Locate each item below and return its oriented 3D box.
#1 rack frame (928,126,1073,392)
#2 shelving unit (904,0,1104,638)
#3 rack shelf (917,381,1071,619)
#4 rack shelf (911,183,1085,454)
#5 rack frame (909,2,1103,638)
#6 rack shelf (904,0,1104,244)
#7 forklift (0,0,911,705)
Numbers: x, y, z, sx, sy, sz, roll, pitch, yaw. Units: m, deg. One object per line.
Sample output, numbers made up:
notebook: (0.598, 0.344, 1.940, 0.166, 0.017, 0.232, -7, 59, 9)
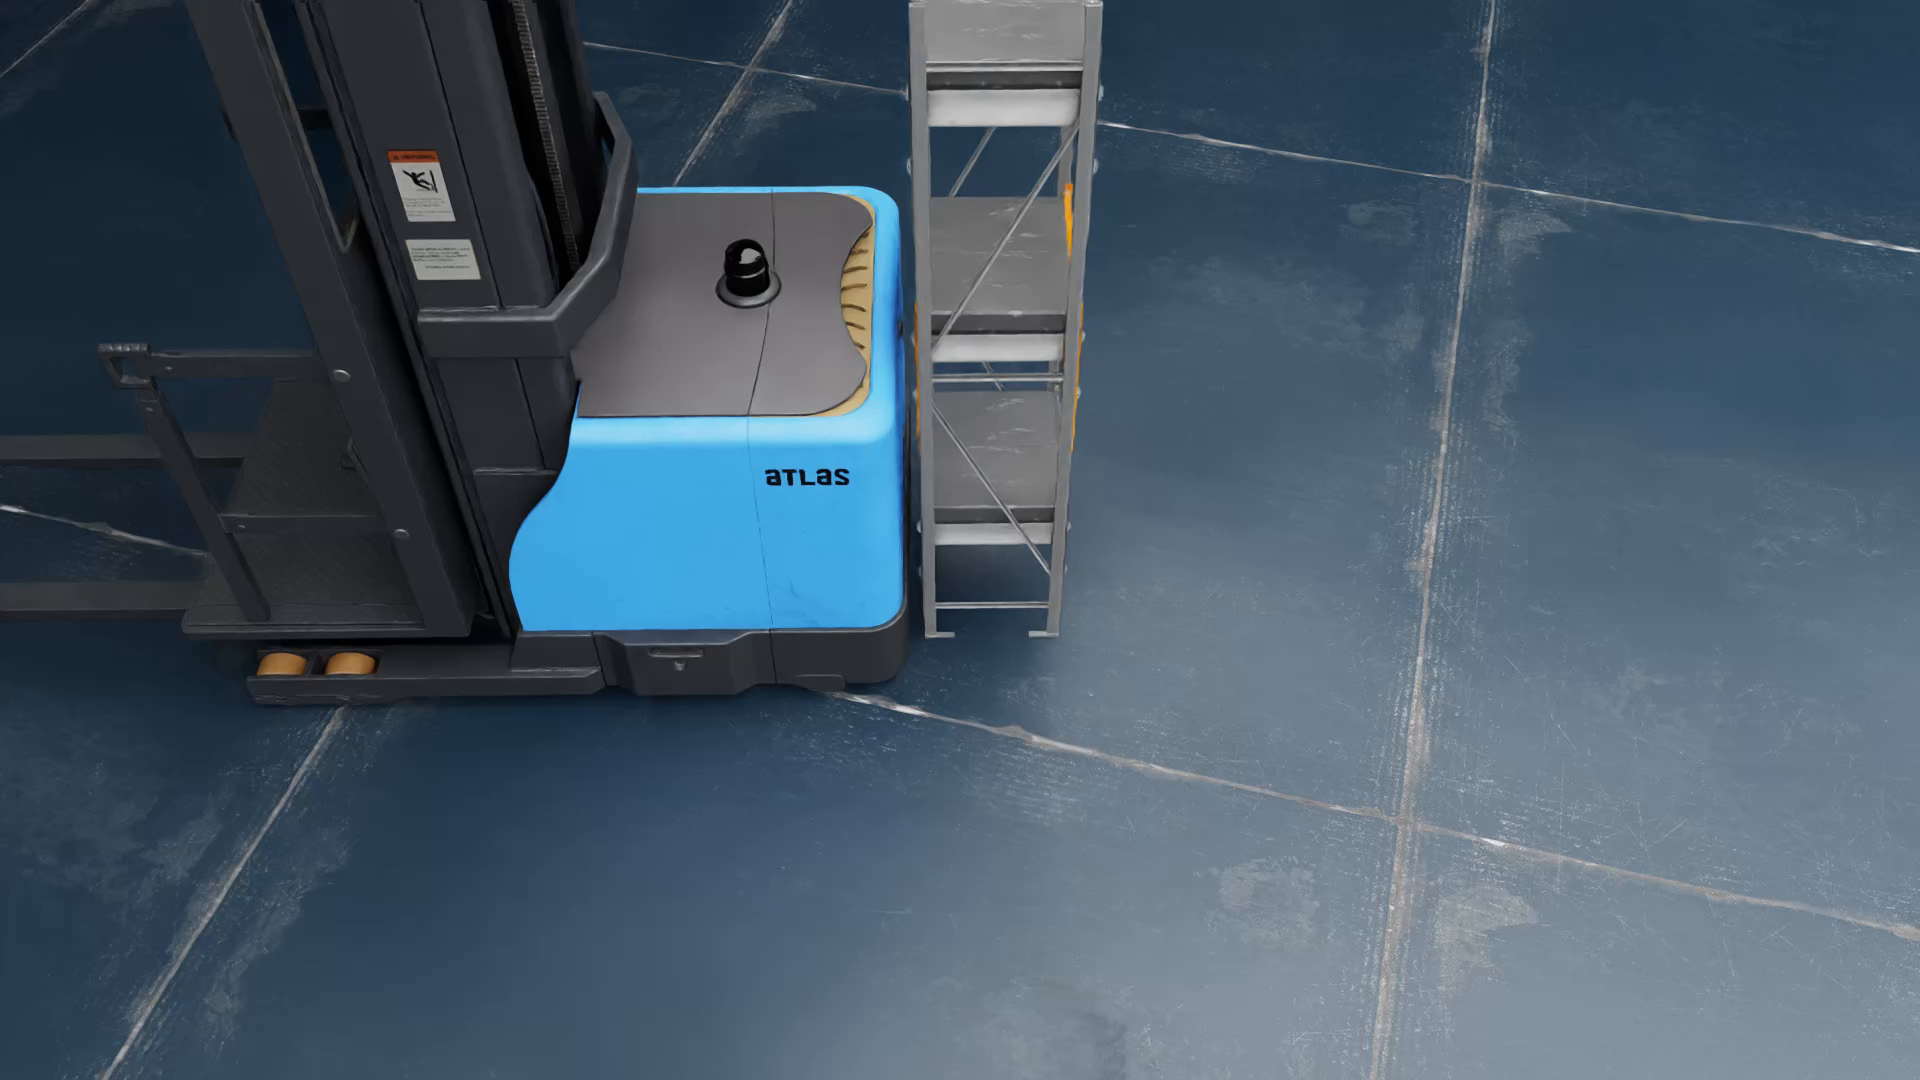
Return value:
rack frame: (0.089, -0.773, 4.532, 0.400, 2.100, 0.015, -1, 49, 0)
shelving unit: (0.092, -0.590, 4.370, 0.431, 2.100, 0.503, -1, 49, 0)
rack shelf: (0.092, -0.118, 4.905, 0.431, 0.518, 0.480, -1, 49, 0)
rack shelf: (0.092, -0.581, 4.381, 0.431, 0.518, 0.480, -1, 49, 0)
rack frame: (0.095, -0.408, 4.209, 0.400, 2.100, 0.015, -1, 49, 0)
rack shelf: (0.092, -1.045, 3.856, 0.431, 0.518, 0.480, -1, 49, 0)
forklift: (-1.670, -0.892, 4.082, 3.031, 2.935, 1.130, 0, 49, 0)
